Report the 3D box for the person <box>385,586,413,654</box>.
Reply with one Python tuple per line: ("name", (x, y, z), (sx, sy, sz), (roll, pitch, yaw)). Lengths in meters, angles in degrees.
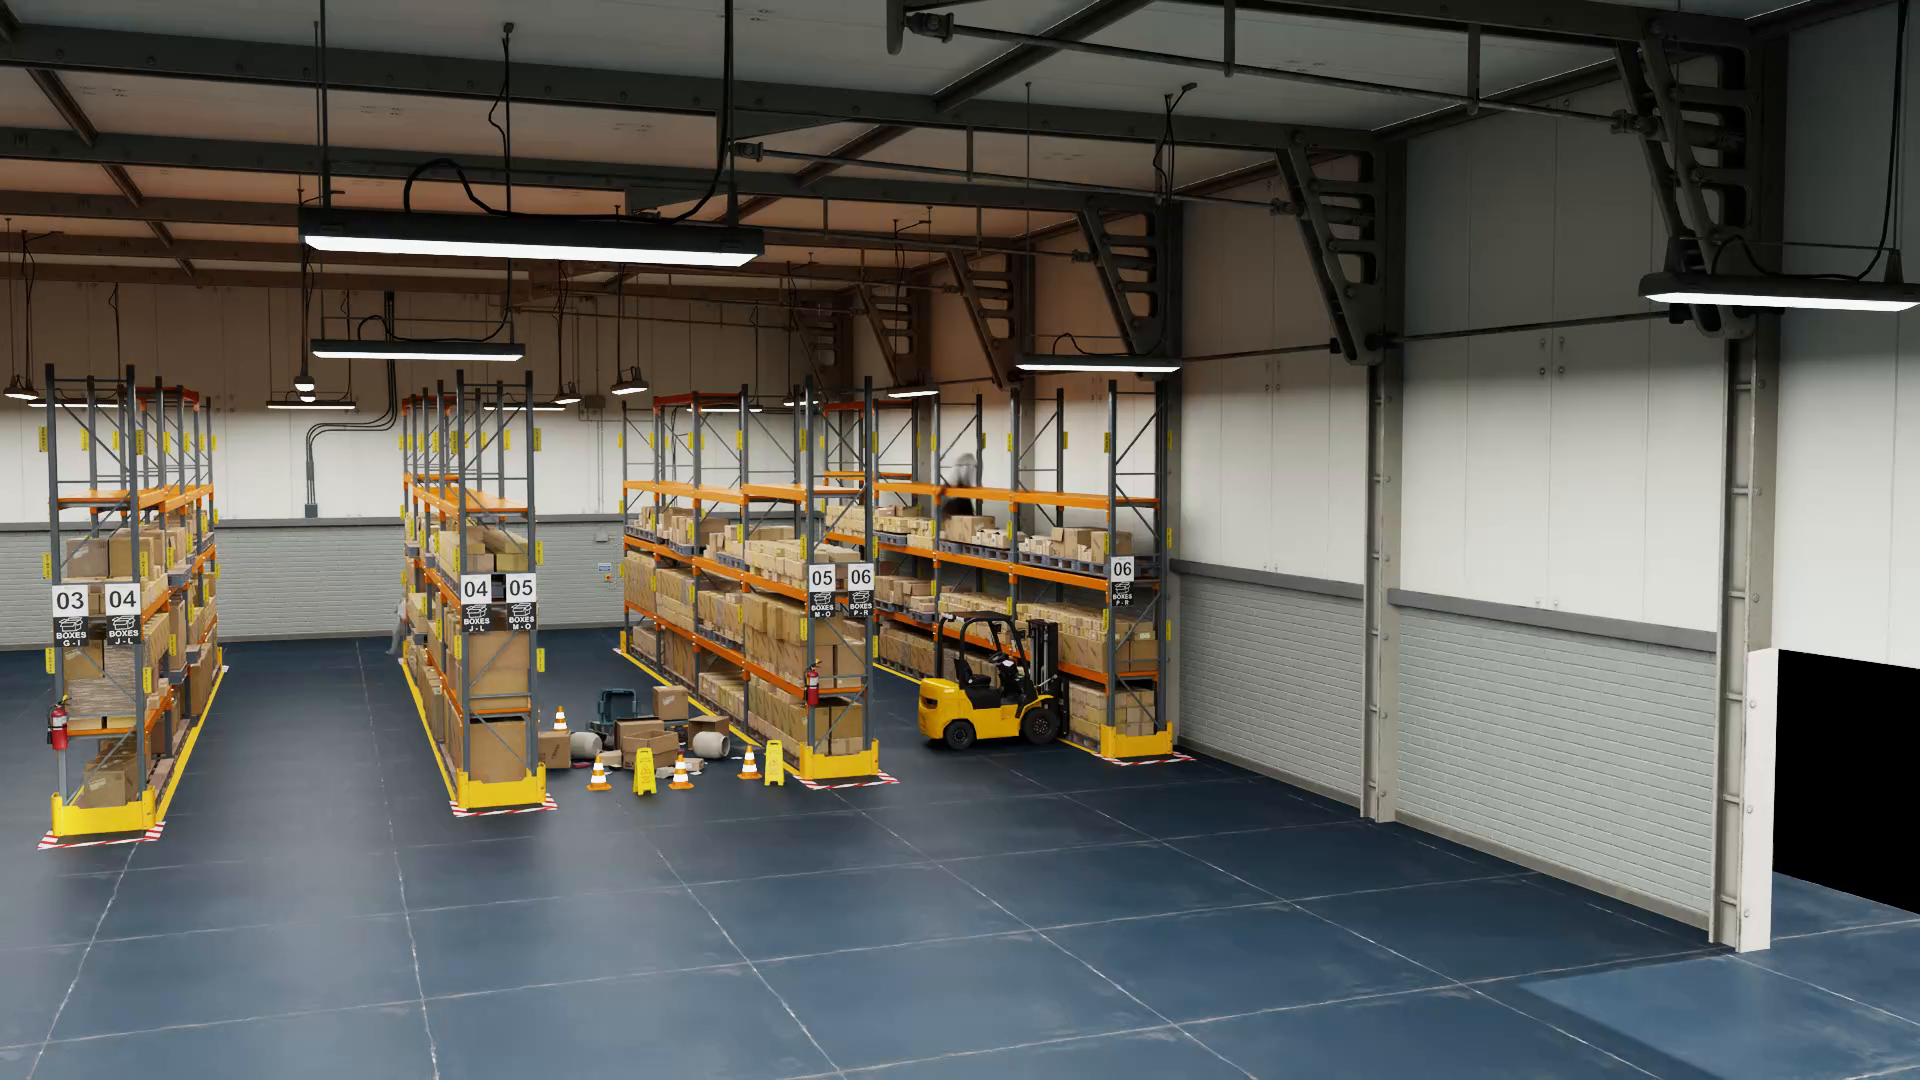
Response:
("person", (-13.098, 1.874, 39.028), (0.901, 1.633, 0.629), (0, 3, -3))
